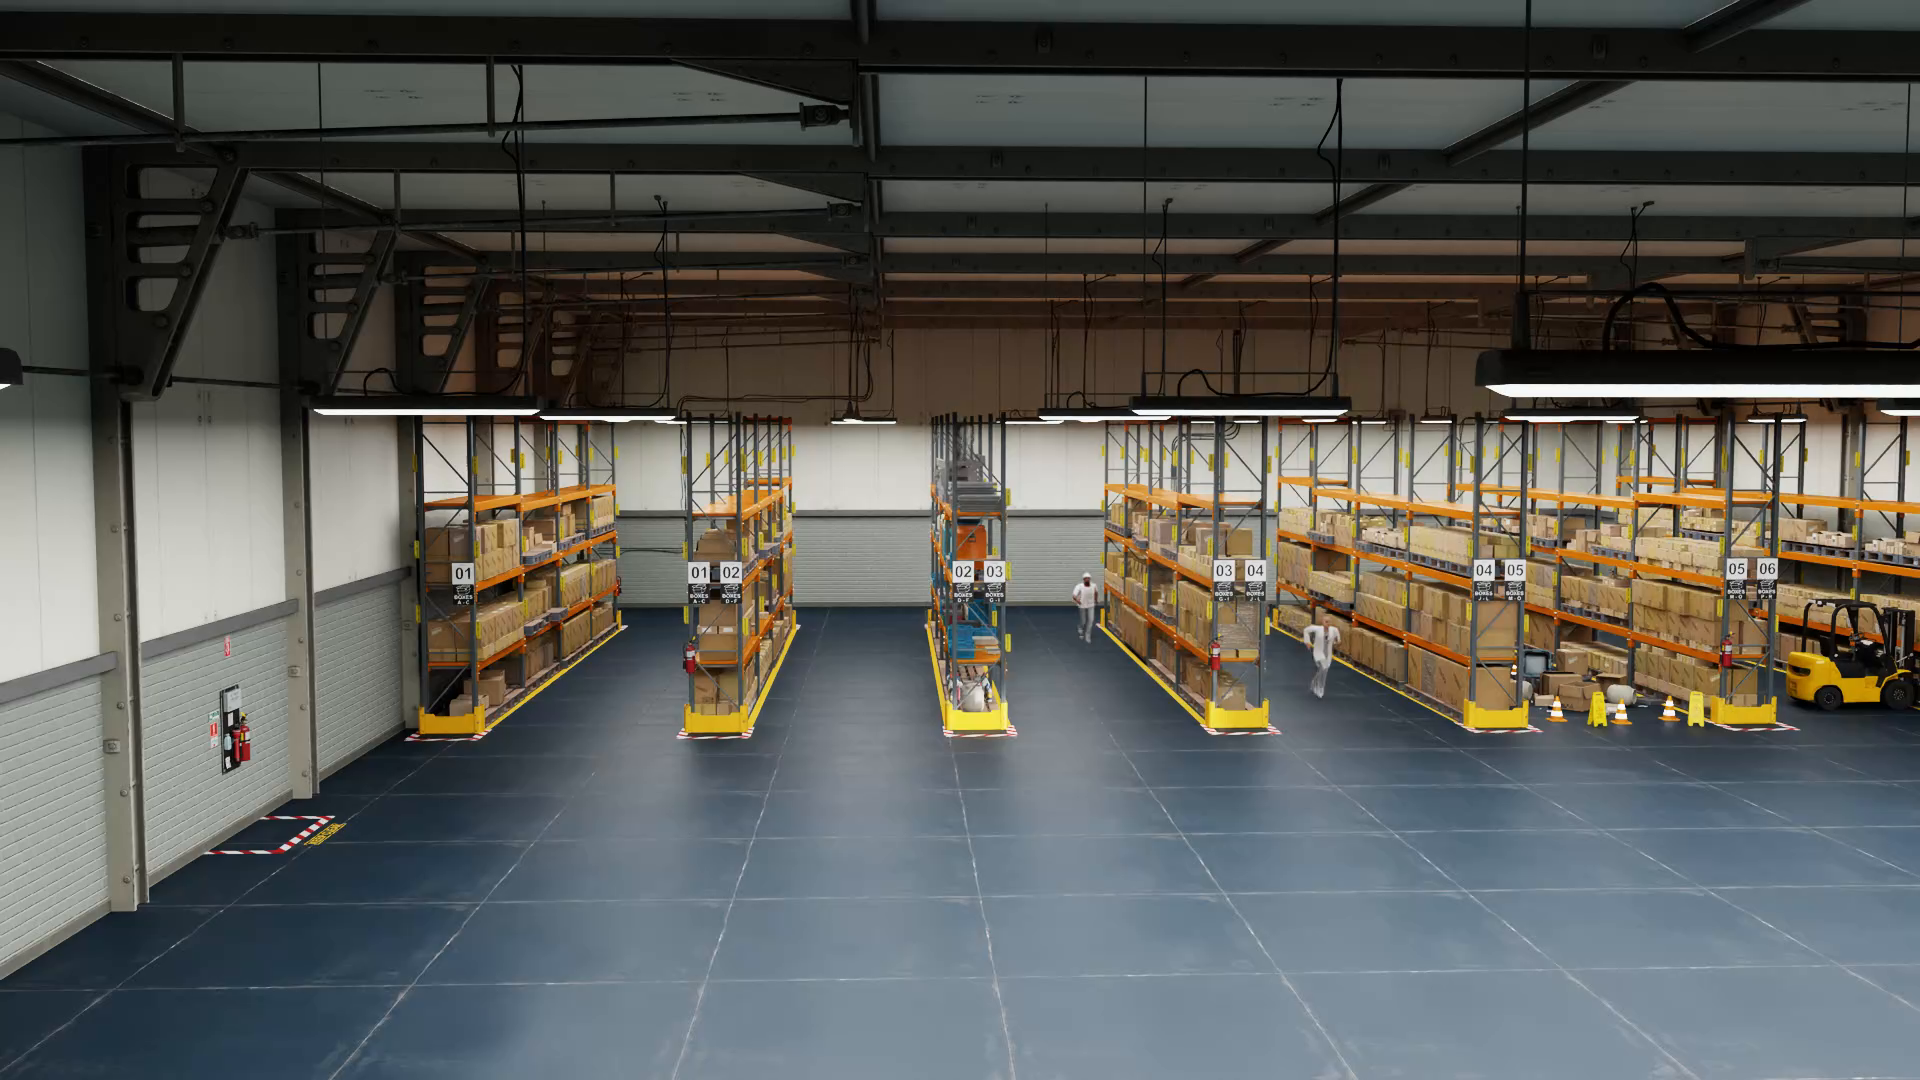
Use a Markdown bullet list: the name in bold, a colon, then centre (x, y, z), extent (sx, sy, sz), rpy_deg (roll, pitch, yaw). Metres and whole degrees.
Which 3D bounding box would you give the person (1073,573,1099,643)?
- **person**: centre (3.226, 1.707, 42.477), extent (0.709, 1.754, 0.824), rpy_deg (-1, 4, -10)

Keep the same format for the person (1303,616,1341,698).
- **person**: centre (7.660, 2.455, 35.200), extent (0.691, 1.737, 0.989), rpy_deg (-1, 4, -15)

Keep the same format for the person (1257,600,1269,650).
- **person**: centre (7.607, 2.051, 42.282), extent (0.600, 1.592, 0.529), rpy_deg (0, 4, -3)
